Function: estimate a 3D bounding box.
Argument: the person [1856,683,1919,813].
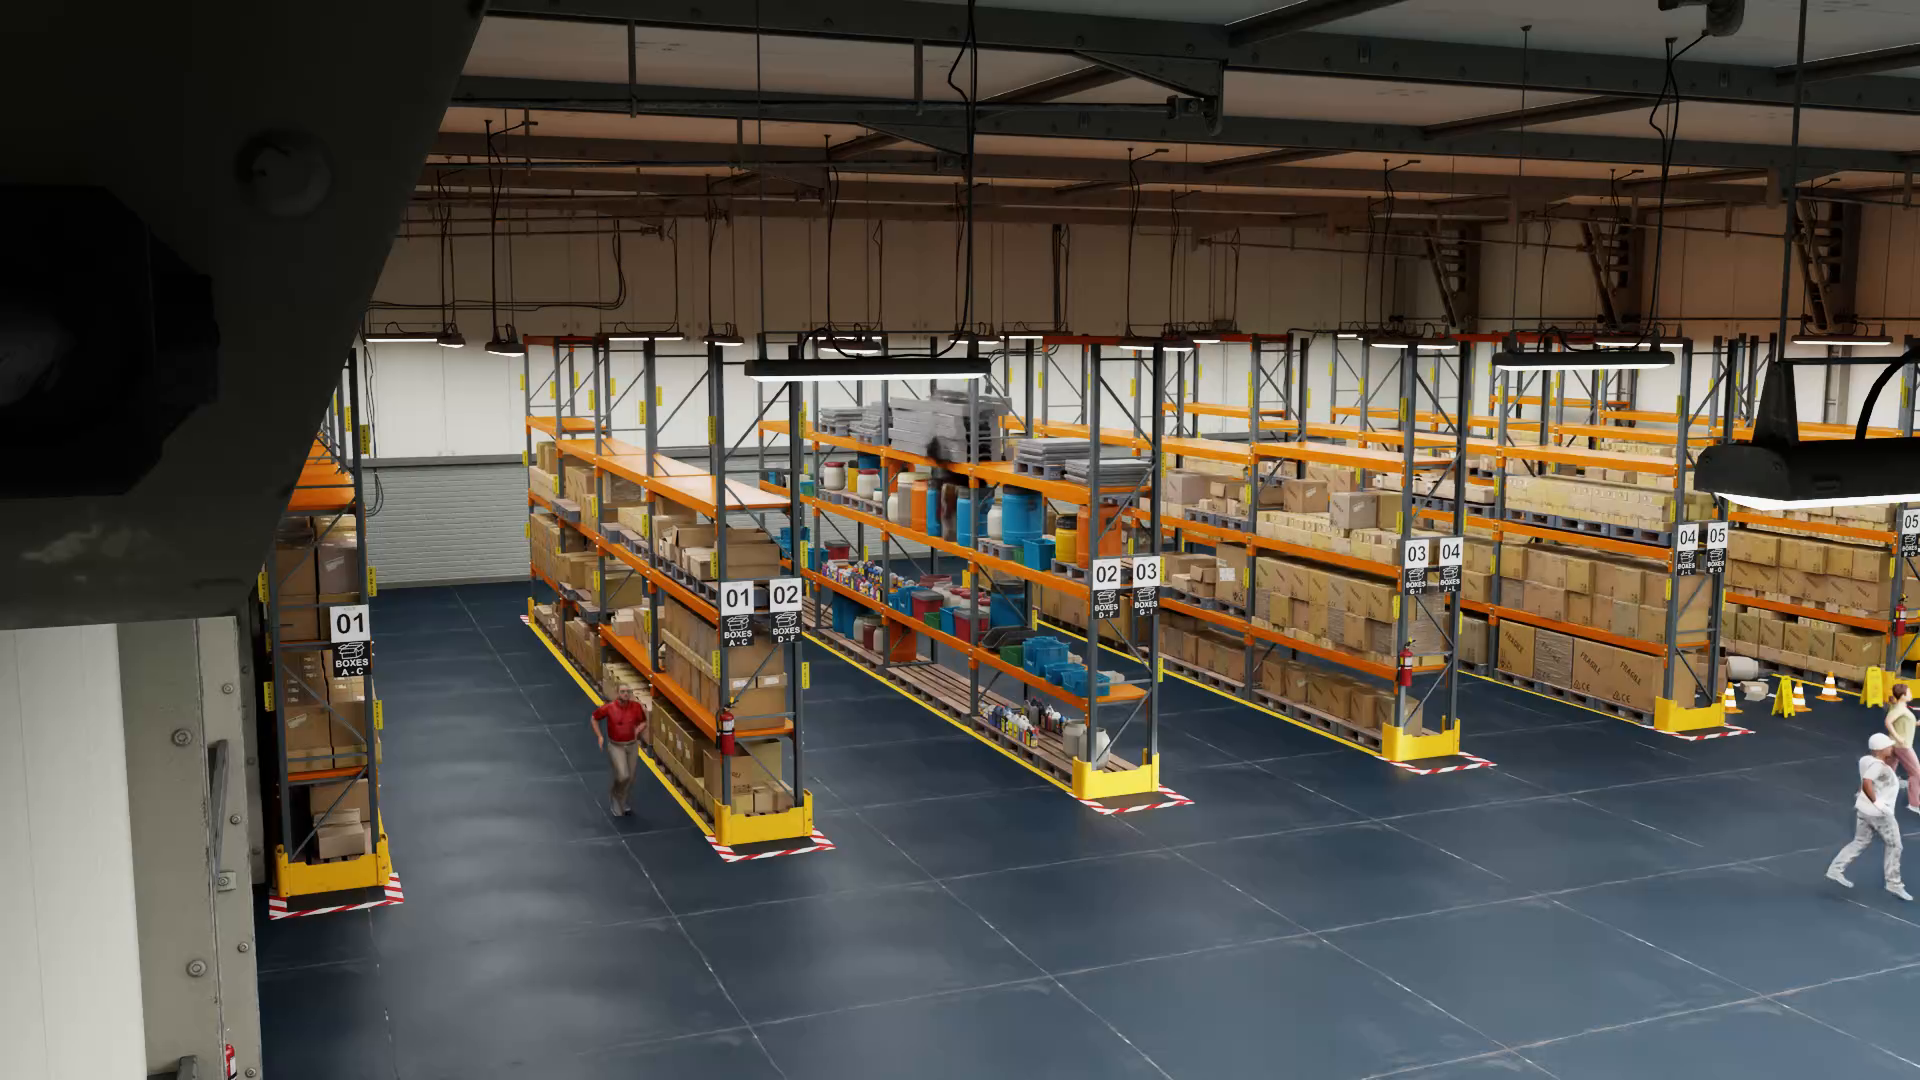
[{"bbox_3d":[12.011,2.669,21.269,0.851,1.694,0.557,2,8,11],"label":"person"}]

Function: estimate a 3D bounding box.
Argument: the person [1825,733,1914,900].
[{"bbox_3d":[10.028,3.022,18.264,0.880,1.836,0.667,1,8,4],"label":"person"}]

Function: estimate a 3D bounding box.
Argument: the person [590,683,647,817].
[{"bbox_3d":[-4.280,2.676,21.193,0.652,1.718,0.653,-5,9,-35],"label":"person"}]
